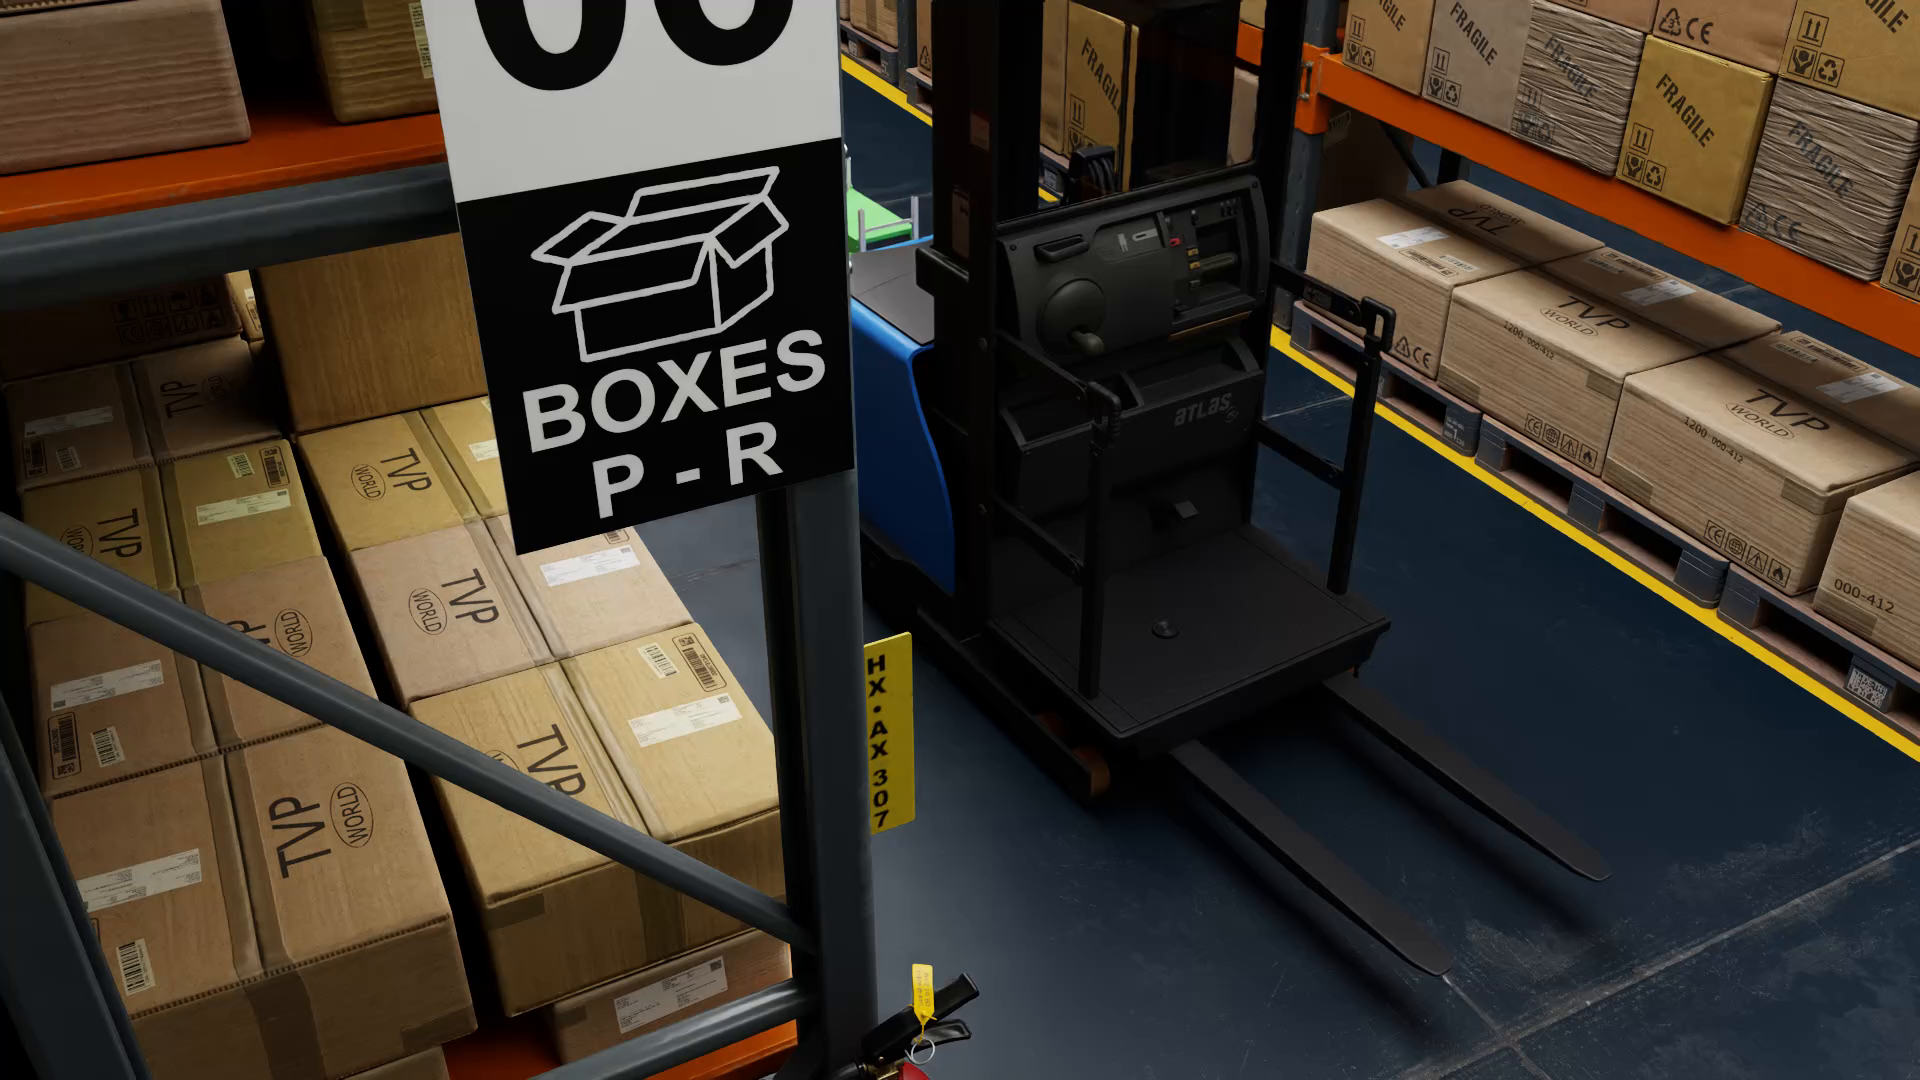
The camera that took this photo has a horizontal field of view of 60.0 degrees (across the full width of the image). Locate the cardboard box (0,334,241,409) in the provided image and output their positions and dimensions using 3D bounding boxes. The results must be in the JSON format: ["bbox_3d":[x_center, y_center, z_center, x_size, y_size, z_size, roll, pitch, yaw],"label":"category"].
[{"bbox_3d":[-1.983,-0.411,3.975,0.500,0.250,0.500,-15,36,-22],"label":"cardboard box"}]

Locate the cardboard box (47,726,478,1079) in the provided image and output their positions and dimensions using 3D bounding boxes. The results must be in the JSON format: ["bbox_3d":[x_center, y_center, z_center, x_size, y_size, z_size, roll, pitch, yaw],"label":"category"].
[{"bbox_3d":[-1.038,0.556,2.465,0.500,0.250,0.500,-15,36,-22],"label":"cardboard box"}]

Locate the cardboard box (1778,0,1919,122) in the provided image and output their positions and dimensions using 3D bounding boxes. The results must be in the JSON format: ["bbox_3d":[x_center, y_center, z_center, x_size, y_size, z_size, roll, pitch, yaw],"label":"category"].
[{"bbox_3d":[2.868,-1.591,4.934,0.500,0.500,0.500,-16,36,-23],"label":"cardboard box"}]

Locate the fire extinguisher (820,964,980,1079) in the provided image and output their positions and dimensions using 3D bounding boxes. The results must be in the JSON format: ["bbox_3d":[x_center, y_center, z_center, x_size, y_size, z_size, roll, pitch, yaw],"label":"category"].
[{"bbox_3d":[-0.111,0.915,2.459,0.296,0.674,0.183,-16,36,-23],"label":"fire extinguisher"}]

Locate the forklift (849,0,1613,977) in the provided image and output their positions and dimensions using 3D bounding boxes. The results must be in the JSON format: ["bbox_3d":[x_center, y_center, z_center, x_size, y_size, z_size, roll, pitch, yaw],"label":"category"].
[{"bbox_3d":[0.647,-0.743,4.693,1.130,2.935,3.031,-19,37,-27],"label":"forklift"}]

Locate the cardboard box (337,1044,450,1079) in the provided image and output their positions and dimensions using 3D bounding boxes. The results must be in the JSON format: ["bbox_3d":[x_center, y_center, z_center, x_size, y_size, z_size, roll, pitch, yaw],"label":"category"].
[{"bbox_3d":[-0.980,0.786,2.475,0.380,0.149,0.250,-16,36,-24],"label":"cardboard box"}]

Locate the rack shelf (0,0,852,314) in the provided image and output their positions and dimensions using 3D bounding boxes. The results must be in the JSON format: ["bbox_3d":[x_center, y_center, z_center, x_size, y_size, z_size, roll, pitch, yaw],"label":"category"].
[{"bbox_3d":[-1.521,-1.144,3.141,1.077,0.370,4.000,-16,36,-23],"label":"rack shelf"}]

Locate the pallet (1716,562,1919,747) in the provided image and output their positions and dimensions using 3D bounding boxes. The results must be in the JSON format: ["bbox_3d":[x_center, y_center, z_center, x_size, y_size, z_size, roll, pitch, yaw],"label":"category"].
[{"bbox_3d":[3.359,0.333,5.535,1.003,0.211,1.213,-16,36,-23],"label":"pallet"}]

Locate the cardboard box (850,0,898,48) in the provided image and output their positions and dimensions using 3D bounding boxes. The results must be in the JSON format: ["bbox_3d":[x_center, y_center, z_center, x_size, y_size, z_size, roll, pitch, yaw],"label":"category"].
[{"bbox_3d":[-0.184,-3.640,11.197,0.950,0.372,0.625,-18,37,-26],"label":"cardboard box"}]

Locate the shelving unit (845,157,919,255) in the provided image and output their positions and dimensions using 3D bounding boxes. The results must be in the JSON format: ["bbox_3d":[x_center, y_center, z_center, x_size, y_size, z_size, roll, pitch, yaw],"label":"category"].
[{"bbox_3d":[-0.387,-0.797,6.382,0.258,1.200,0.503,-19,37,-27],"label":"shelving unit"}]

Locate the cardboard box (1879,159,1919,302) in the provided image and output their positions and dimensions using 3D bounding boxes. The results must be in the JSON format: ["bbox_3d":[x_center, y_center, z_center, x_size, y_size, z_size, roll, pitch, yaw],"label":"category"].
[{"bbox_3d":[3.121,-0.928,4.826,0.500,0.500,0.500,-17,36,-24],"label":"cardboard box"}]

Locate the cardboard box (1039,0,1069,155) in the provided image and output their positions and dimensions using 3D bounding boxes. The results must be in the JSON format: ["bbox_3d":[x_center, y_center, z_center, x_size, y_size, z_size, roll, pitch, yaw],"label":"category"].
[{"bbox_3d":[0.732,-2.802,9.423,0.875,0.875,0.875,-15,36,-23],"label":"cardboard box"}]

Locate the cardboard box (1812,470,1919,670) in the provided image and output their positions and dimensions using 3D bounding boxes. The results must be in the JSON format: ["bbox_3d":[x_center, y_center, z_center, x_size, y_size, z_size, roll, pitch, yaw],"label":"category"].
[{"bbox_3d":[3.405,0.133,5.248,0.875,0.438,0.875,-17,36,-25],"label":"cardboard box"}]

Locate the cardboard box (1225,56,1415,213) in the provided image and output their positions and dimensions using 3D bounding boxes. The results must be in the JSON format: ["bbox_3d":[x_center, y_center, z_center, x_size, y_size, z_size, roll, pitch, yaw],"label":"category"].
[{"bbox_3d":[1.576,-1.946,8.087,0.875,0.875,0.875,-15,35,-22],"label":"cardboard box"}]

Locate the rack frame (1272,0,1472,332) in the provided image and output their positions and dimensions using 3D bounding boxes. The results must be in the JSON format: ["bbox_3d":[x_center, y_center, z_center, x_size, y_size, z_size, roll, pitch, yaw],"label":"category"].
[{"bbox_3d":[1.936,-2.388,7.197,1.000,3.000,0.127,-16,36,-23],"label":"rack frame"}]

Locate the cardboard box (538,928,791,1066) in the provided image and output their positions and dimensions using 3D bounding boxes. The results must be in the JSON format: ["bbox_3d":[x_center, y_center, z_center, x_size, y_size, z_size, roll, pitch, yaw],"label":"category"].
[{"bbox_3d":[-0.499,0.651,2.686,0.380,0.149,0.250,-16,36,-23],"label":"cardboard box"}]

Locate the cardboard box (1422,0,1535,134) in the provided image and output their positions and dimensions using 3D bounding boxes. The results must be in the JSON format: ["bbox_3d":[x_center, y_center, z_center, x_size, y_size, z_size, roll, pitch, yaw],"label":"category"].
[{"bbox_3d":[2.154,-1.899,6.341,0.500,0.500,0.500,-16,36,-23],"label":"cardboard box"}]

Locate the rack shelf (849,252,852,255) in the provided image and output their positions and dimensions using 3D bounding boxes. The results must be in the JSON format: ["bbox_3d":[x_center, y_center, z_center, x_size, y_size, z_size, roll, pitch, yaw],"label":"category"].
[{"bbox_3d":[-0.387,-0.945,6.287,0.258,0.148,0.480,-19,37,-27],"label":"rack shelf"}]

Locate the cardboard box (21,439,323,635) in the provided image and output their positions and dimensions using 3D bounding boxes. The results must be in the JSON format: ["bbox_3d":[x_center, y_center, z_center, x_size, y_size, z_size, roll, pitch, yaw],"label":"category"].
[{"bbox_3d":[-1.504,0.072,3.220,0.500,0.250,0.500,-15,35,-22],"label":"cardboard box"}]

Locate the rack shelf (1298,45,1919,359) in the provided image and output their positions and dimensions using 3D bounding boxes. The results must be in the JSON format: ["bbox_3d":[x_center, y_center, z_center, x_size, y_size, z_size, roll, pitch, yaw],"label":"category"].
[{"bbox_3d":[2.868,-1.131,5.901,1.077,0.370,4.000,-16,36,-23],"label":"rack shelf"}]

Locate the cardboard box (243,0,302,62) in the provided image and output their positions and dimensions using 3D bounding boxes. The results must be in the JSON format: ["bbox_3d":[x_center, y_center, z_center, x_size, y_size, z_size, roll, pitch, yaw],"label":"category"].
[{"bbox_3d":[-0.677,-0.715,2.038,0.380,0.149,0.250,-15,36,-22],"label":"cardboard box"}]

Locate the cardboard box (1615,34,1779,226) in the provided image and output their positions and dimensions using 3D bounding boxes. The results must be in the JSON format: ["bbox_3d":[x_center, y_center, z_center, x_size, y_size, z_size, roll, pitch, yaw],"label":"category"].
[{"bbox_3d":[2.620,-1.414,5.584,0.500,0.500,0.500,-15,35,-22],"label":"cardboard box"}]

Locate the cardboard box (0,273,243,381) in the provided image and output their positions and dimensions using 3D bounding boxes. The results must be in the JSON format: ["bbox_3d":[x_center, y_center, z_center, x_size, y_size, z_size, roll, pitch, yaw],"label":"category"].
[{"bbox_3d":[-1.995,-0.738,3.790,0.500,0.500,0.500,-17,36,-24],"label":"cardboard box"}]

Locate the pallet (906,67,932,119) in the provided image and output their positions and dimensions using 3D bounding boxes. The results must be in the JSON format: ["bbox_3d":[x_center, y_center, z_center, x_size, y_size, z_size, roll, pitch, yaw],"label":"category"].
[{"bbox_3d":[0.372,-2.728,10.312,1.003,0.211,1.213,-16,36,-23],"label":"pallet"}]

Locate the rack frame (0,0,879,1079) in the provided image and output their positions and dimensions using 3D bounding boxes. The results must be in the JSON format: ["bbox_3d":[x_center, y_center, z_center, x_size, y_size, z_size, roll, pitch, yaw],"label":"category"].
[{"bbox_3d":[-0.586,0.770,2.267,0.949,2.616,0.053,-16,36,-23],"label":"rack frame"}]

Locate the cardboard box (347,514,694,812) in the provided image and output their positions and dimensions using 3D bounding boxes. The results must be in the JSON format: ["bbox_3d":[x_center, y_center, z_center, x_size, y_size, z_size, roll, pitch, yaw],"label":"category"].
[{"bbox_3d":[-0.797,0.184,3.045,0.500,0.250,0.500,-15,36,-23],"label":"cardboard box"}]

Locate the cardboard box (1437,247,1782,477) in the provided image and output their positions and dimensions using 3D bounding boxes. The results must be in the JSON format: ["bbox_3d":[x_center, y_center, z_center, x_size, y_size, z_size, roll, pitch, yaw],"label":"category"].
[{"bbox_3d":[2.552,-0.732,6.598,0.875,0.438,0.875,-17,36,-24],"label":"cardboard box"}]

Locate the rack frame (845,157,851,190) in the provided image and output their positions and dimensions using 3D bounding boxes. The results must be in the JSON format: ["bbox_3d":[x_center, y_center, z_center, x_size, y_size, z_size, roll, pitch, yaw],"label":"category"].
[{"bbox_3d":[-0.520,-0.908,6.554,0.240,1.200,0.015,-19,37,-27],"label":"rack frame"}]

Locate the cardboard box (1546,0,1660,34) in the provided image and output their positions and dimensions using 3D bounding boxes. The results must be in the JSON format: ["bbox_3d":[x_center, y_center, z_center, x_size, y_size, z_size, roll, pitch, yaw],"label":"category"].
[{"bbox_3d":[2.403,-2.073,5.686,0.500,0.500,0.500,-15,36,-22],"label":"cardboard box"}]

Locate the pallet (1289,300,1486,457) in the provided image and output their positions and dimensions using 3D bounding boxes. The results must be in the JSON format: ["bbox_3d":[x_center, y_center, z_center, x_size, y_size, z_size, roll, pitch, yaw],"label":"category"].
[{"bbox_3d":[2.221,-0.831,7.352,1.003,0.211,1.213,-16,36,-23],"label":"pallet"}]

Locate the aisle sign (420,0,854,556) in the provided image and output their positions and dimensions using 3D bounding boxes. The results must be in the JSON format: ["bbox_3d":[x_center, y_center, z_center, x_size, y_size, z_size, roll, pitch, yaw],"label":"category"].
[{"bbox_3d":[-0.297,-0.365,1.629,0.394,0.787,0.004,-16,36,-23],"label":"aisle sign"}]

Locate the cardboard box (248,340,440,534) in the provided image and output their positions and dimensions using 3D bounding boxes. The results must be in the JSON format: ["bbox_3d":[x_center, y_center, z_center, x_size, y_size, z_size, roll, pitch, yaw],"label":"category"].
[{"bbox_3d":[-1.293,-0.296,3.794,0.500,0.250,0.500,-17,36,-24],"label":"cardboard box"}]
